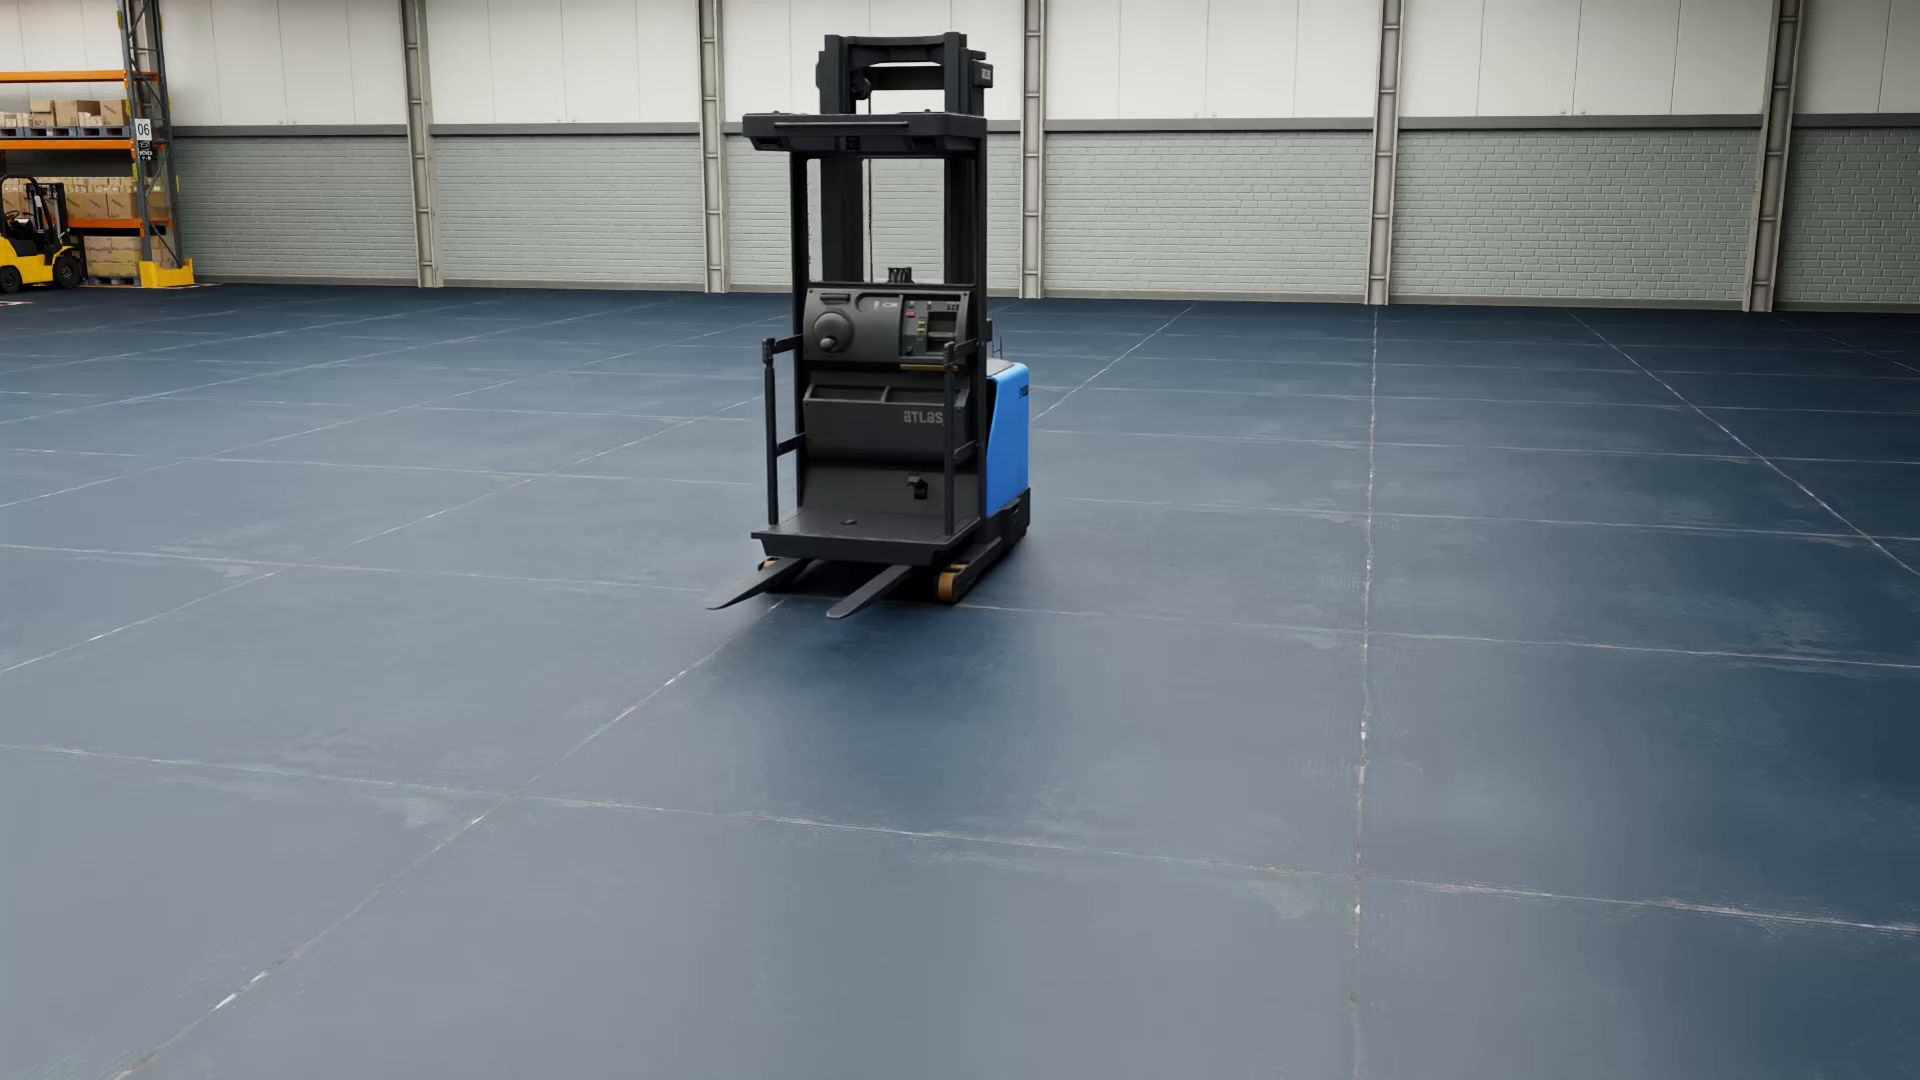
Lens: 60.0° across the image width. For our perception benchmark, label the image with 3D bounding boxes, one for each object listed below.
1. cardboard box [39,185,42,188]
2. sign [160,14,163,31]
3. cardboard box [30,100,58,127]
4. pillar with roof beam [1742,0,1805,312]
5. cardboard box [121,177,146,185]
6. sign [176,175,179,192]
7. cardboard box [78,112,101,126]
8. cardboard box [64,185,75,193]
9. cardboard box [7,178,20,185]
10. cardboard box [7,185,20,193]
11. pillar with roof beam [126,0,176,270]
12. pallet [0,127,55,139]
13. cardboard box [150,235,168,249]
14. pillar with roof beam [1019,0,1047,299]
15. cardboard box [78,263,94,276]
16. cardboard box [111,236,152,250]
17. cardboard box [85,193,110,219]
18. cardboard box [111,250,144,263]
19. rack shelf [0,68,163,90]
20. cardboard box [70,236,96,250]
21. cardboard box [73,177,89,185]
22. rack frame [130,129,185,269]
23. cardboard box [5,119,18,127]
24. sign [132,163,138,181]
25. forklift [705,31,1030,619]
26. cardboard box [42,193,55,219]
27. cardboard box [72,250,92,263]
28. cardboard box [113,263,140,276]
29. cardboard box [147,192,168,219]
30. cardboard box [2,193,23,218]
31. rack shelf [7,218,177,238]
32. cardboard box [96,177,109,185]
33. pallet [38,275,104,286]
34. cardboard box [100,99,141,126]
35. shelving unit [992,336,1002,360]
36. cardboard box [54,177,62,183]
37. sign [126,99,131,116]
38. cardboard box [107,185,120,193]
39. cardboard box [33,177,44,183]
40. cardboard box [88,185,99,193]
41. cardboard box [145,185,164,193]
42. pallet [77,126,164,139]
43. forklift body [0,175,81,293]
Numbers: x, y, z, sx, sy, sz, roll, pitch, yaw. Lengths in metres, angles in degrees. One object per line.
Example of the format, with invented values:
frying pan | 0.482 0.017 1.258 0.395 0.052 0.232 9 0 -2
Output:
cardboard box | -18.134 -6.943 32.874 0.250 0.149 0.380 3 13 12
sign | -15.594 -10.093 32.427 0.005 0.325 0.100 3 13 14
cardboard box | -17.750 -8.367 32.658 0.637 0.503 0.797 3 13 15
pillar with roof beam | 11.902 -7.207 21.940 0.400 9.000 9.100 3 13 14
cardboard box | -16.131 -6.999 32.441 0.250 0.149 0.380 3 13 14
sign | -15.594 -7.092 33.093 0.005 0.325 0.100 3 13 14
cardboard box | -16.856 -8.159 32.269 0.258 0.266 0.396 3 13 14
cardboard box | -17.388 -6.900 32.682 0.250 0.149 0.380 3 13 14
cardboard box | -18.627 -7.113 32.953 0.250 0.149 0.380 3 13 15
cardboard box | -18.637 -6.966 32.980 0.250 0.149 0.380 3 13 15
pillar with roof beam | -17.224 -8.764 28.957 0.400 9.000 9.100 3 13 14
pallet | -18.782 -8.104 33.116 1.213 0.211 1.003 3 13 14
cardboard box | -16.154 -5.930 33.106 0.500 0.250 0.500 3 13 13
pillar with roof beam | 0.251 -7.829 24.747 0.400 9.000 9.100 3 13 14
cardboard box | -17.229 -5.391 32.984 0.500 0.250 0.500 3 13 14
cardboard box | -16.255 -5.823 32.627 0.500 0.250 0.500 4 13 15
cardboard box | -16.775 -6.562 32.656 0.500 0.500 0.500 3 13 15
cardboard box | -16.280 -5.581 32.686 0.500 0.250 0.500 3 13 13
rack shelf | -17.674 -9.000 32.610 4.000 0.370 1.077 3 13 14
cardboard box | -17.244 -5.873 32.849 0.500 0.250 0.500 3 13 14
cardboard box | -17.142 -7.032 32.589 0.250 0.149 0.380 3 13 15
rack frame | -15.733 -6.514 32.671 0.127 3.000 1.000 3 13 14
cardboard box | -18.507 -8.191 32.680 0.250 0.149 0.380 3 13 15
sign | -15.876 -7.082 32.008 0.005 0.325 0.100 3 13 14
forklift | -0.459 -1.192 8.840 1.130 2.935 3.031 4 13 16
cardboard box | -17.763 -6.613 32.883 0.500 0.500 0.500 3 13 14
cardboard box | -17.271 -5.631 32.915 0.500 0.250 0.500 3 13 12
cardboard box | -16.265 -5.335 32.733 0.500 0.250 0.500 3 13 14
cardboard box | -16.147 -6.647 33.039 0.500 0.500 0.500 3 13 15
cardboard box | -18.738 -6.669 33.138 0.500 0.500 0.500 3 13 15
rack shelf | -17.674 -6.267 33.216 4.000 0.370 1.077 3 13 14
cardboard box | -16.638 -7.014 32.505 0.250 0.149 0.380 3 13 15
pallet | -17.666 -5.248 33.399 1.213 0.211 1.003 3 13 14
cardboard box | -16.221 -8.253 32.151 0.500 0.500 0.500 3 13 15
shelving unit | 0.144 -0.683 10.544 0.189 1.200 0.258 3 13 14
cardboard box | -17.622 -7.078 32.794 0.250 0.149 0.380 3 13 14
sign | -15.876 -8.259 31.747 0.005 0.325 0.100 3 13 14
cardboard box | -16.392 -6.846 32.437 0.250 0.149 0.380 3 13 14
cardboard box | -18.108 -7.104 32.911 0.250 0.149 0.380 3 13 13
cardboard box | -16.867 -6.888 32.624 0.250 0.149 0.380 3 13 13
cardboard box | -16.000 -6.952 32.915 0.250 0.149 0.380 3 13 12
pallet | -16.413 -7.978 32.545 1.213 0.211 1.003 3 13 14
forklift body | -18.011 -5.815 31.477 1.214 2.155 2.313 3 13 14
